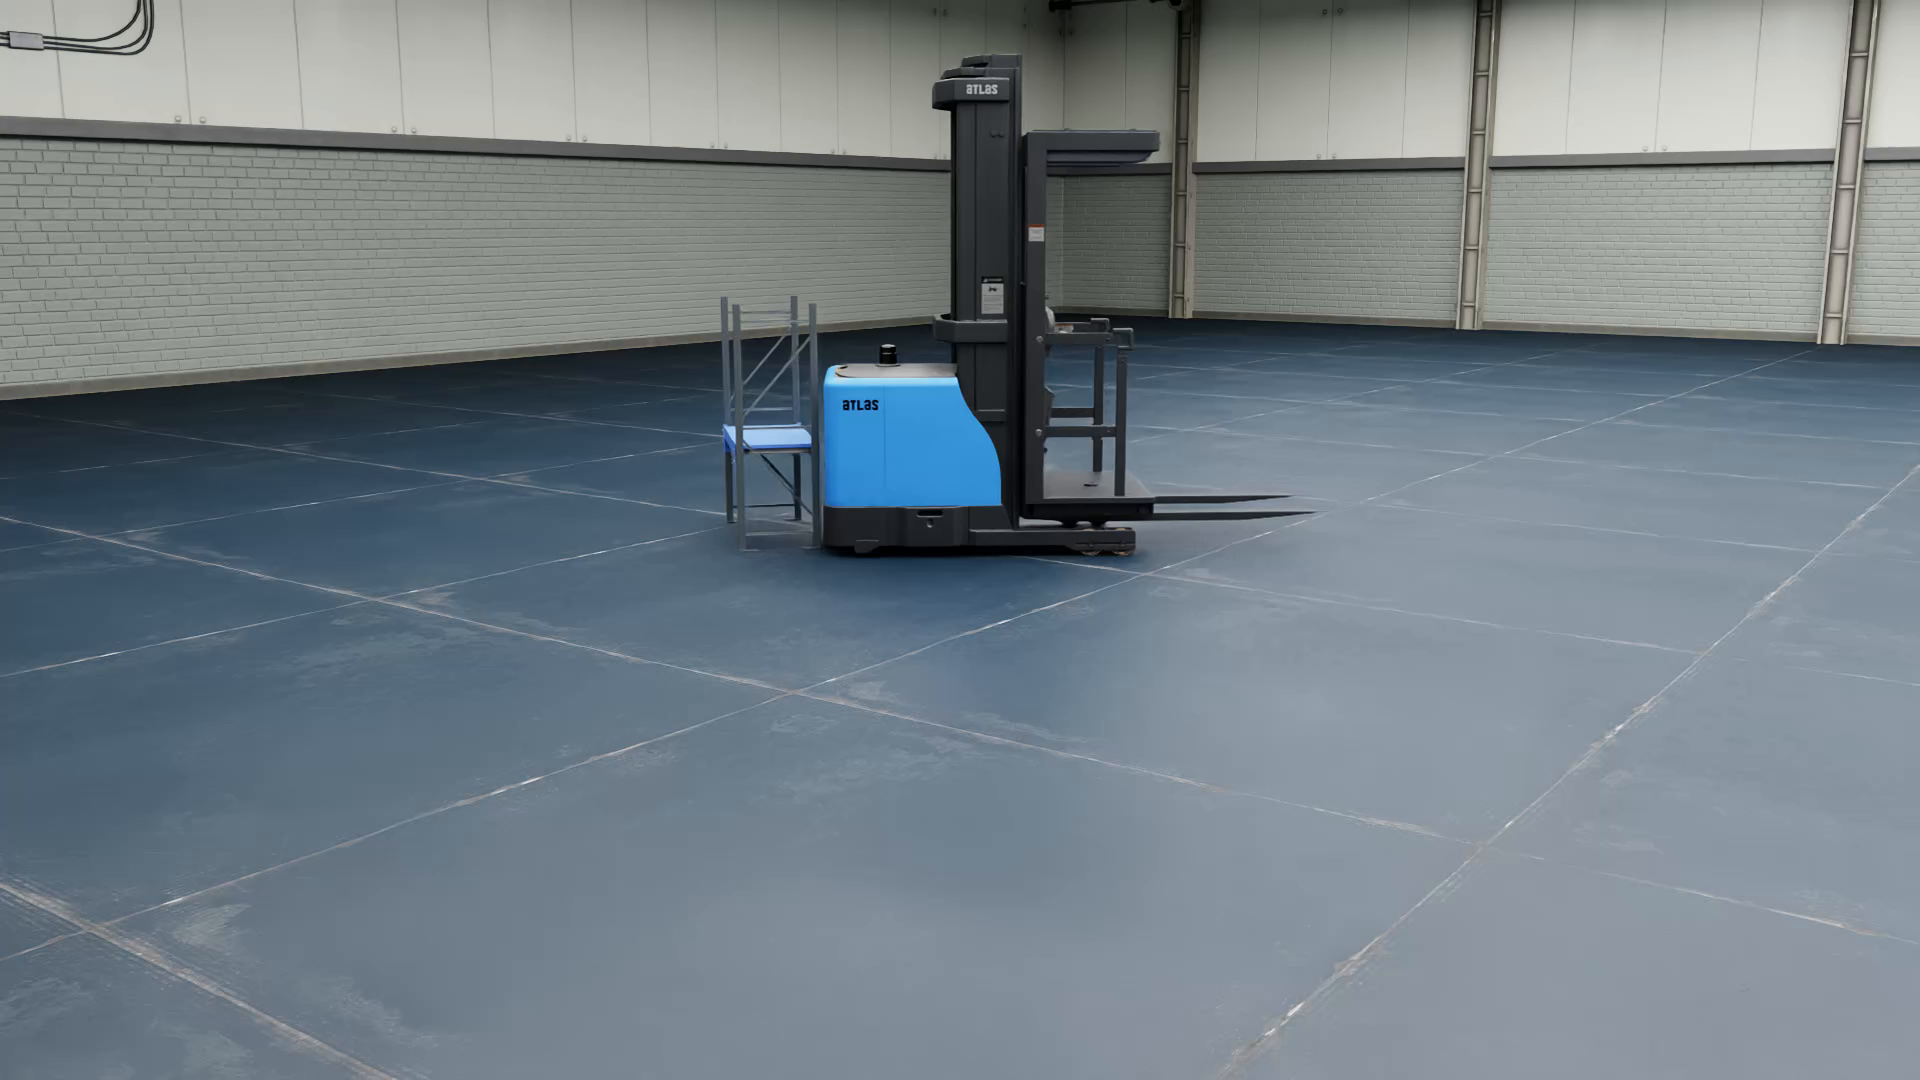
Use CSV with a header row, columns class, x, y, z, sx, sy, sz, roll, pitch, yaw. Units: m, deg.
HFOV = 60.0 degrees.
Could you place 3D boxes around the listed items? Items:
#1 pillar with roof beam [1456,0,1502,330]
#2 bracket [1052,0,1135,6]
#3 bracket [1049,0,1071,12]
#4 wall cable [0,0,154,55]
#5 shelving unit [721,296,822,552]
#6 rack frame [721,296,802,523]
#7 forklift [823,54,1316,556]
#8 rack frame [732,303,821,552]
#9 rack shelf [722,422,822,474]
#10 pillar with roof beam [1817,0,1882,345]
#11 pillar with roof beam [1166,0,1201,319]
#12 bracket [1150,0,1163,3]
class,x,y,z,sx,sy,sz,roll,pitch,yaw
pillar with roof beam,6.806,-7.633,26.292,0.400,9.000,9.100,8,13,36
bracket,2.539,-10.926,33.838,3.189,0.066,0.076,8,13,36
bracket,2.063,-10.992,34.181,0.430,0.232,0.235,8,13,36
wall cable,-10.087,-7.799,18.197,0.169,6.003,2.305,8,13,36
shelving unit,-1.211,-0.769,10.555,0.538,1.500,1.048,-2,11,-12
rack frame,-1.316,-0.863,11.044,0.500,1.500,0.032,-2,11,-12
forklift,0.669,-1.442,10.268,3.031,2.935,1.130,-1,11,-3
rack frame,-1.106,-0.674,10.067,0.500,1.500,0.032,-2,11,-12
rack shelf,-1.211,-0.592,10.590,0.538,0.185,1.000,-2,11,-12
pillar with roof beam,11.642,-6.958,22.805,0.400,9.000,9.100,8,13,36
pillar with roof beam,1.970,-8.307,29.779,0.548,9.000,9.100,8,13,36
bracket,3.973,-10.726,32.804,0.430,0.232,0.235,8,13,36
